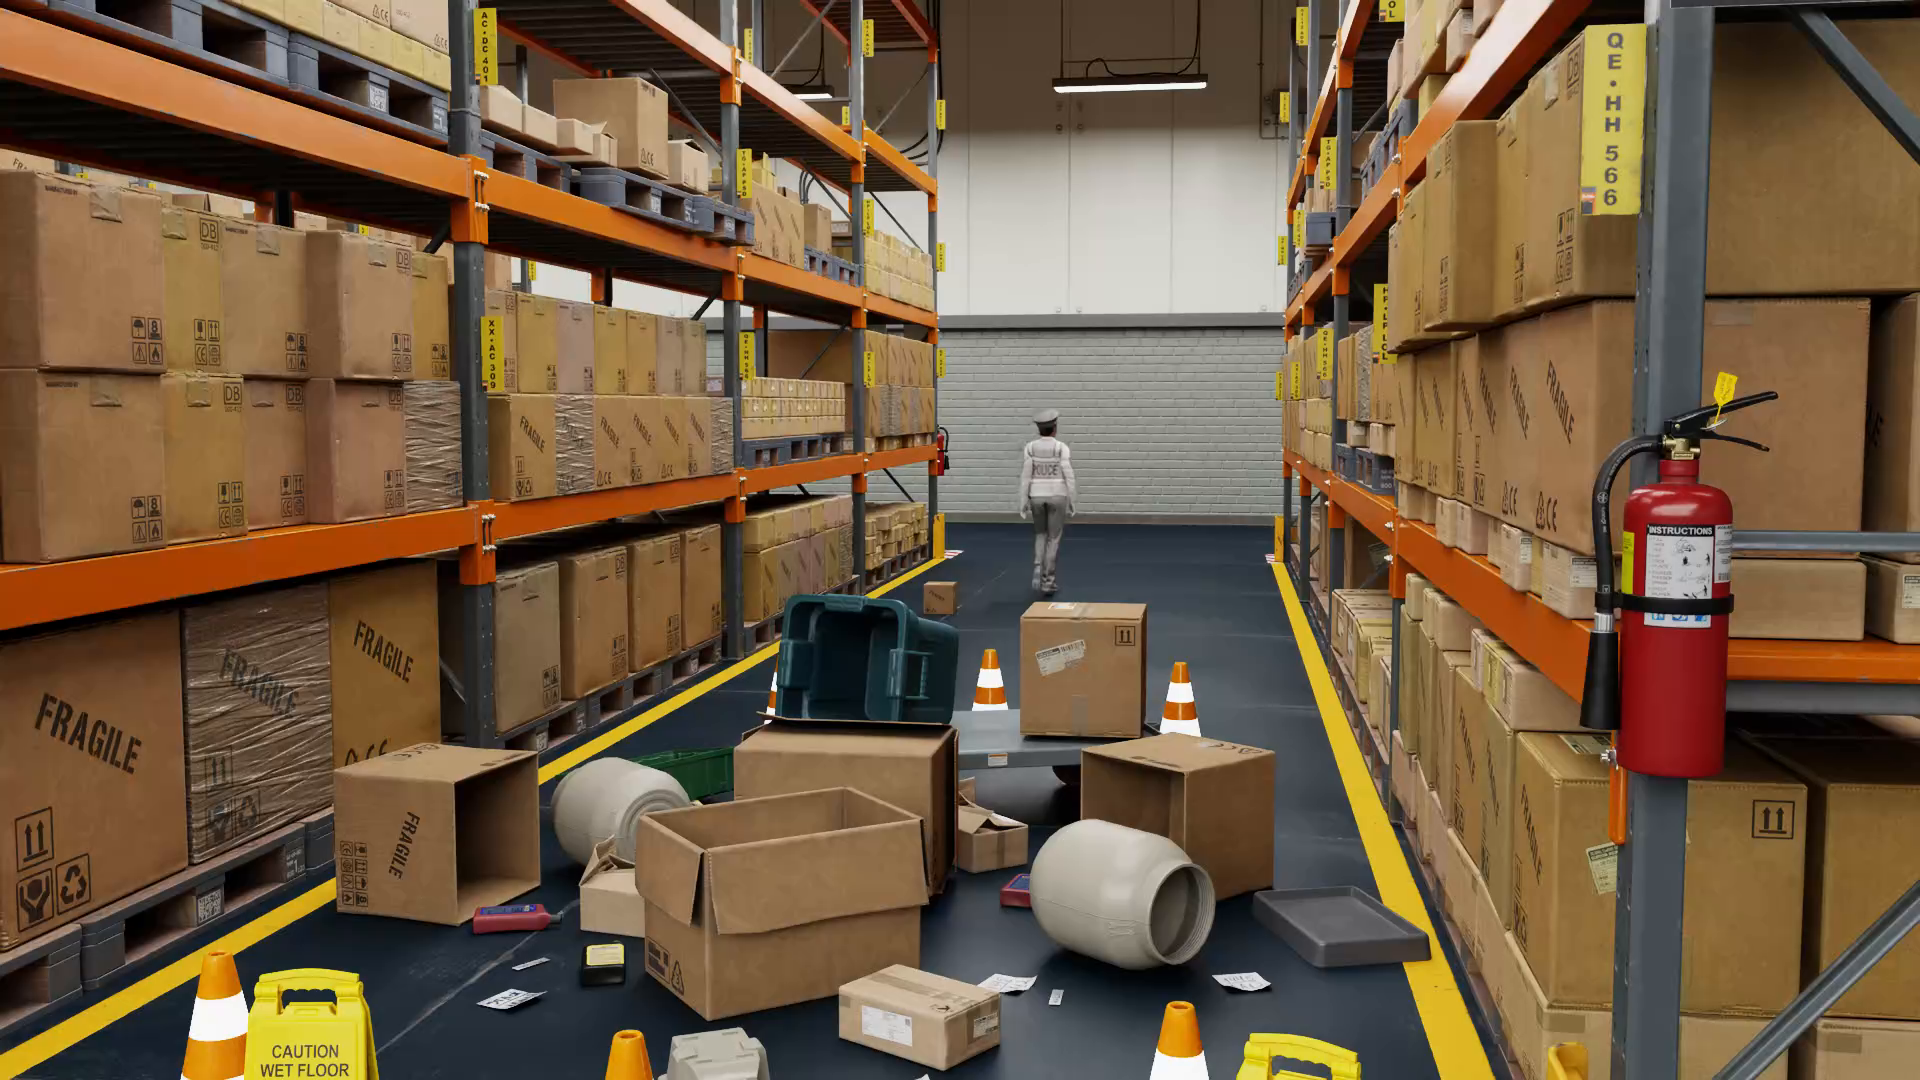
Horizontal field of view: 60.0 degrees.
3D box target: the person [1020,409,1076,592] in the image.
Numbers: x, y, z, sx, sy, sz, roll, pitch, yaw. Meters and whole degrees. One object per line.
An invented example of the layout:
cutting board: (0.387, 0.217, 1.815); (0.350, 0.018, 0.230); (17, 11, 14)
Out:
person: (0.837, -0.356, 15.424); (0.523, 1.704, 0.451); (2, 5, 24)
